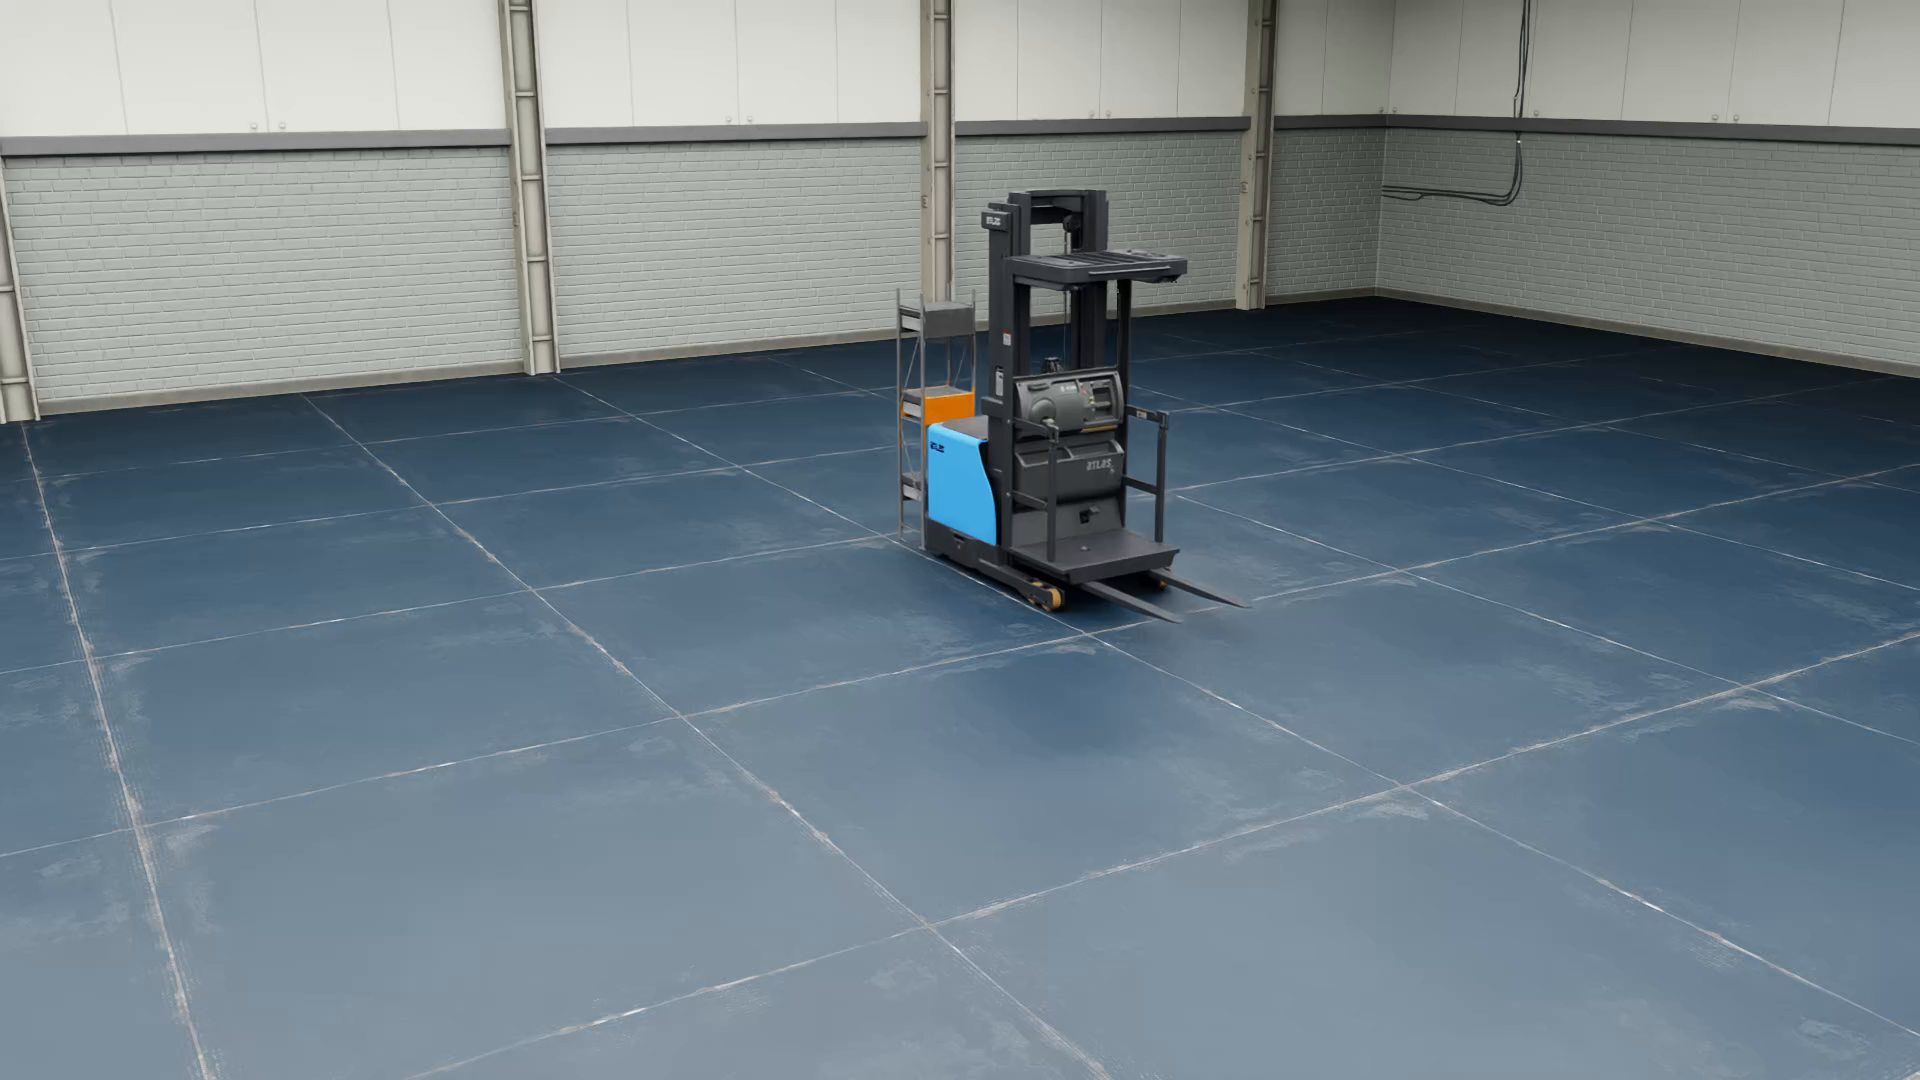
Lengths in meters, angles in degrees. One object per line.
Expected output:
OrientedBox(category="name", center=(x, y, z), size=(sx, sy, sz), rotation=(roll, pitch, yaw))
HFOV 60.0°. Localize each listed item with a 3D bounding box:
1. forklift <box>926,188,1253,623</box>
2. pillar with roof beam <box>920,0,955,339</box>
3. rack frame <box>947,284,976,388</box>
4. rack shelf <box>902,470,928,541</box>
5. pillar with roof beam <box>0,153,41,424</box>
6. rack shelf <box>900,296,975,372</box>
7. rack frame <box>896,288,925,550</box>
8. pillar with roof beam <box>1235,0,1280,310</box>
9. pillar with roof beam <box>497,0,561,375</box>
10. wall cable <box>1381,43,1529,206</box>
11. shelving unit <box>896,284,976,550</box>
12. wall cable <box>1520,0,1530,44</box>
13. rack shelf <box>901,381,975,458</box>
OrientedBox(category="forklift", center=(0.935, -1.040, 12.188), size=(1.130, 2.935, 3.031), rotation=(-10, 18, -31))
OrientedBox(category="pillar with roof beam", center=(1.898, -6.365, 19.946), size=(0.400, 9.000, 9.100), rotation=(-9, 18, -30))
OrientedBox(category="rack frame", center=(0.011, -1.043, 13.741), size=(0.015, 2.100, 0.400), rotation=(-10, 18, -32))
OrientedBox(category="rack shelf", center=(-0.193, -0.320, 13.806), size=(0.480, 0.518, 0.431), rotation=(-10, 18, -32))
OrientedBox(category="pillar with roof beam", center=(-8.388, -4.697, 13.995), size=(0.400, 9.000, 9.100), rotation=(-9, 18, -30))
OrientedBox(category="rack shelf", center=(-0.193, -1.668, 13.428), size=(0.480, 0.518, 0.431), rotation=(-10, 18, -32))
OrientedBox(category="rack frame", center=(-0.398, -0.972, 13.486), size=(0.015, 2.100, 0.400), rotation=(-10, 18, -32))
OrientedBox(category="pillar with roof beam", center=(7.041, -7.199, 22.921), size=(0.400, 9.000, 9.100), rotation=(-9, 18, -30))
OrientedBox(category="pillar with roof beam", center=(-3.245, -5.531, 16.970), size=(0.400, 9.000, 9.100), rotation=(-9, 18, -30))
OrientedBox(category="wall cable", center=(8.030, -6.804, 27.263), size=(0.112, 2.526, 3.097), rotation=(-9, 18, -30))
OrientedBox(category="shelving unit", center=(-0.193, -1.007, 13.614), size=(0.503, 2.100, 0.431), rotation=(-10, 18, -32))
OrientedBox(category="wall cable", center=(9.423, -8.610, 24.348), size=(0.112, 2.526, 3.097), rotation=(-9, 18, -30))
OrientedBox(category="rack shelf", center=(-0.193, -0.994, 13.617), size=(0.480, 0.518, 0.431), rotation=(-10, 18, -32))
